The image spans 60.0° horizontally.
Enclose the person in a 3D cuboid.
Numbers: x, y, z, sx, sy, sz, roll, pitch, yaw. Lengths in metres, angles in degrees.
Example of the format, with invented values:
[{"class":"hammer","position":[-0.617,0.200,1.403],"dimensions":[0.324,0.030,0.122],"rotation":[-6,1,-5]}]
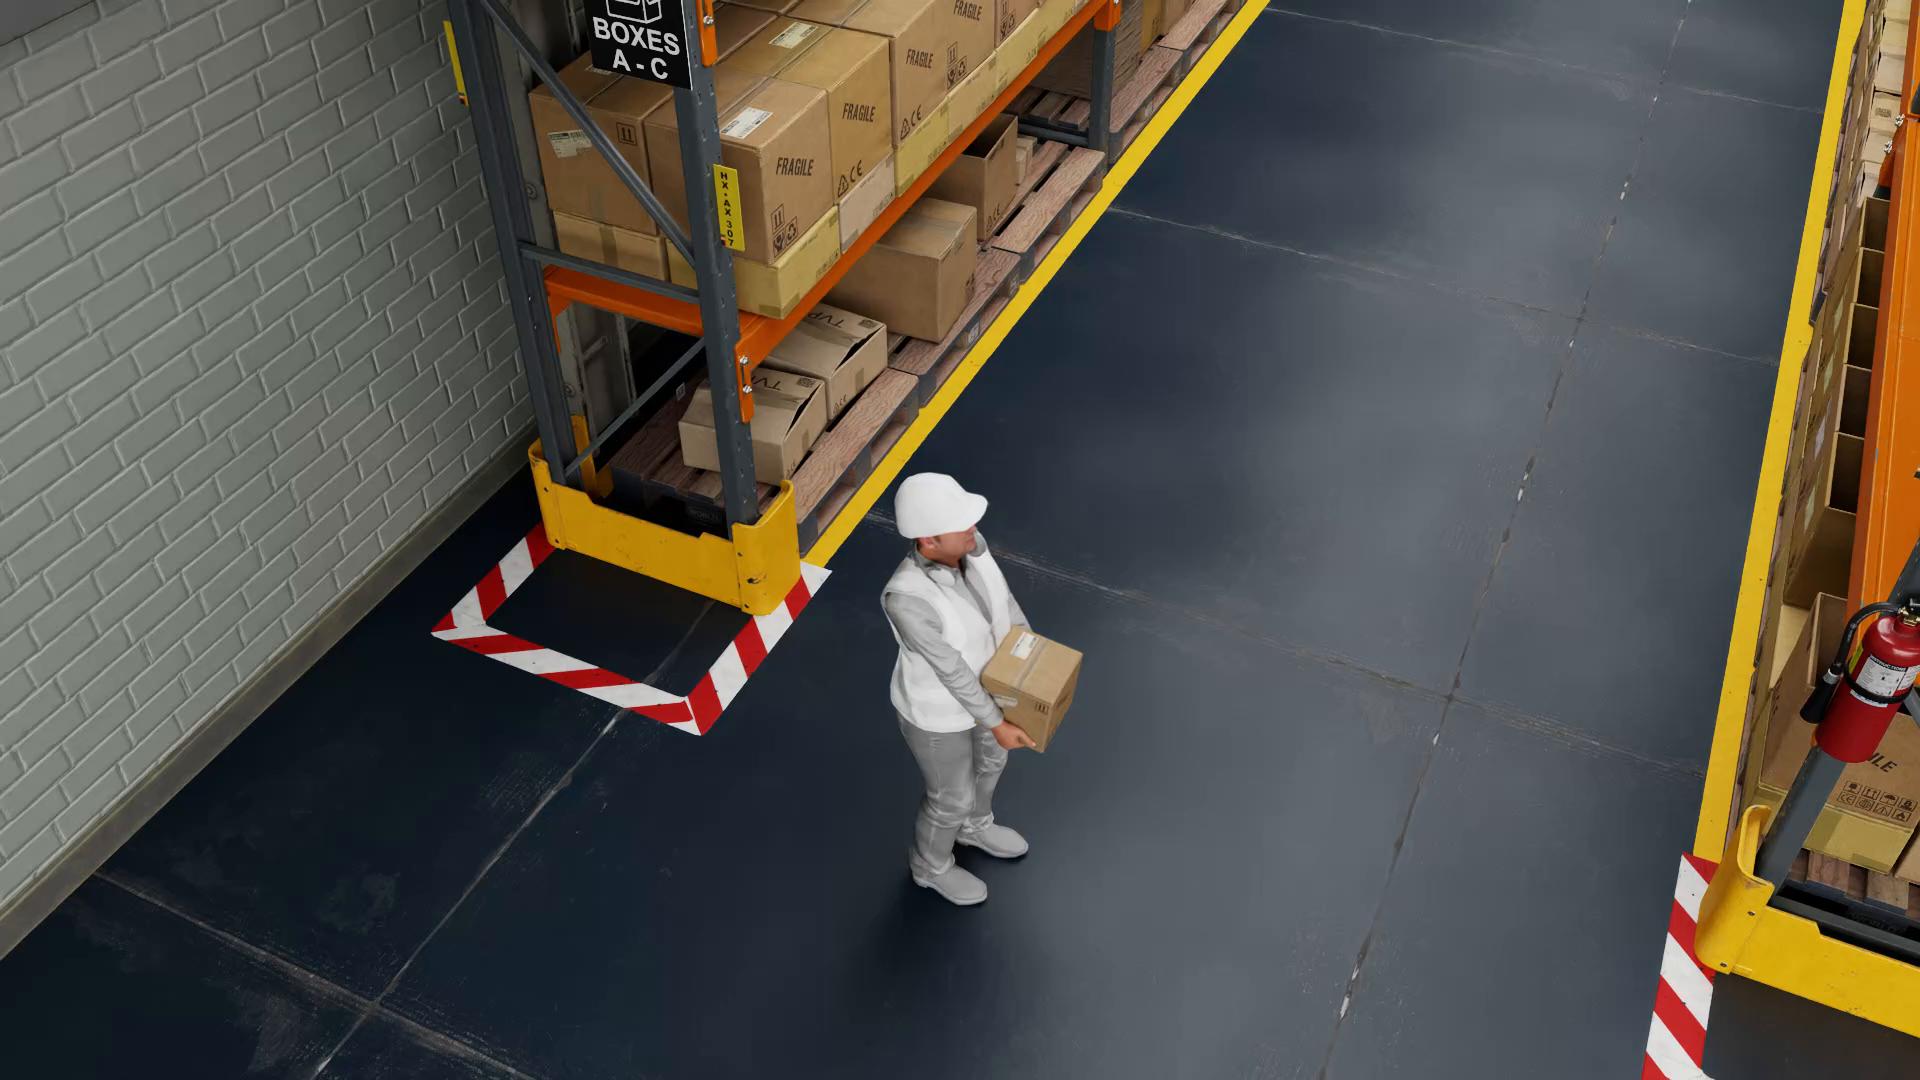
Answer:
[{"class":"person","position":[0.057,0.521,5.563],"dimensions":[0.555,1.762,0.494],"rotation":[18,45,19]}]
